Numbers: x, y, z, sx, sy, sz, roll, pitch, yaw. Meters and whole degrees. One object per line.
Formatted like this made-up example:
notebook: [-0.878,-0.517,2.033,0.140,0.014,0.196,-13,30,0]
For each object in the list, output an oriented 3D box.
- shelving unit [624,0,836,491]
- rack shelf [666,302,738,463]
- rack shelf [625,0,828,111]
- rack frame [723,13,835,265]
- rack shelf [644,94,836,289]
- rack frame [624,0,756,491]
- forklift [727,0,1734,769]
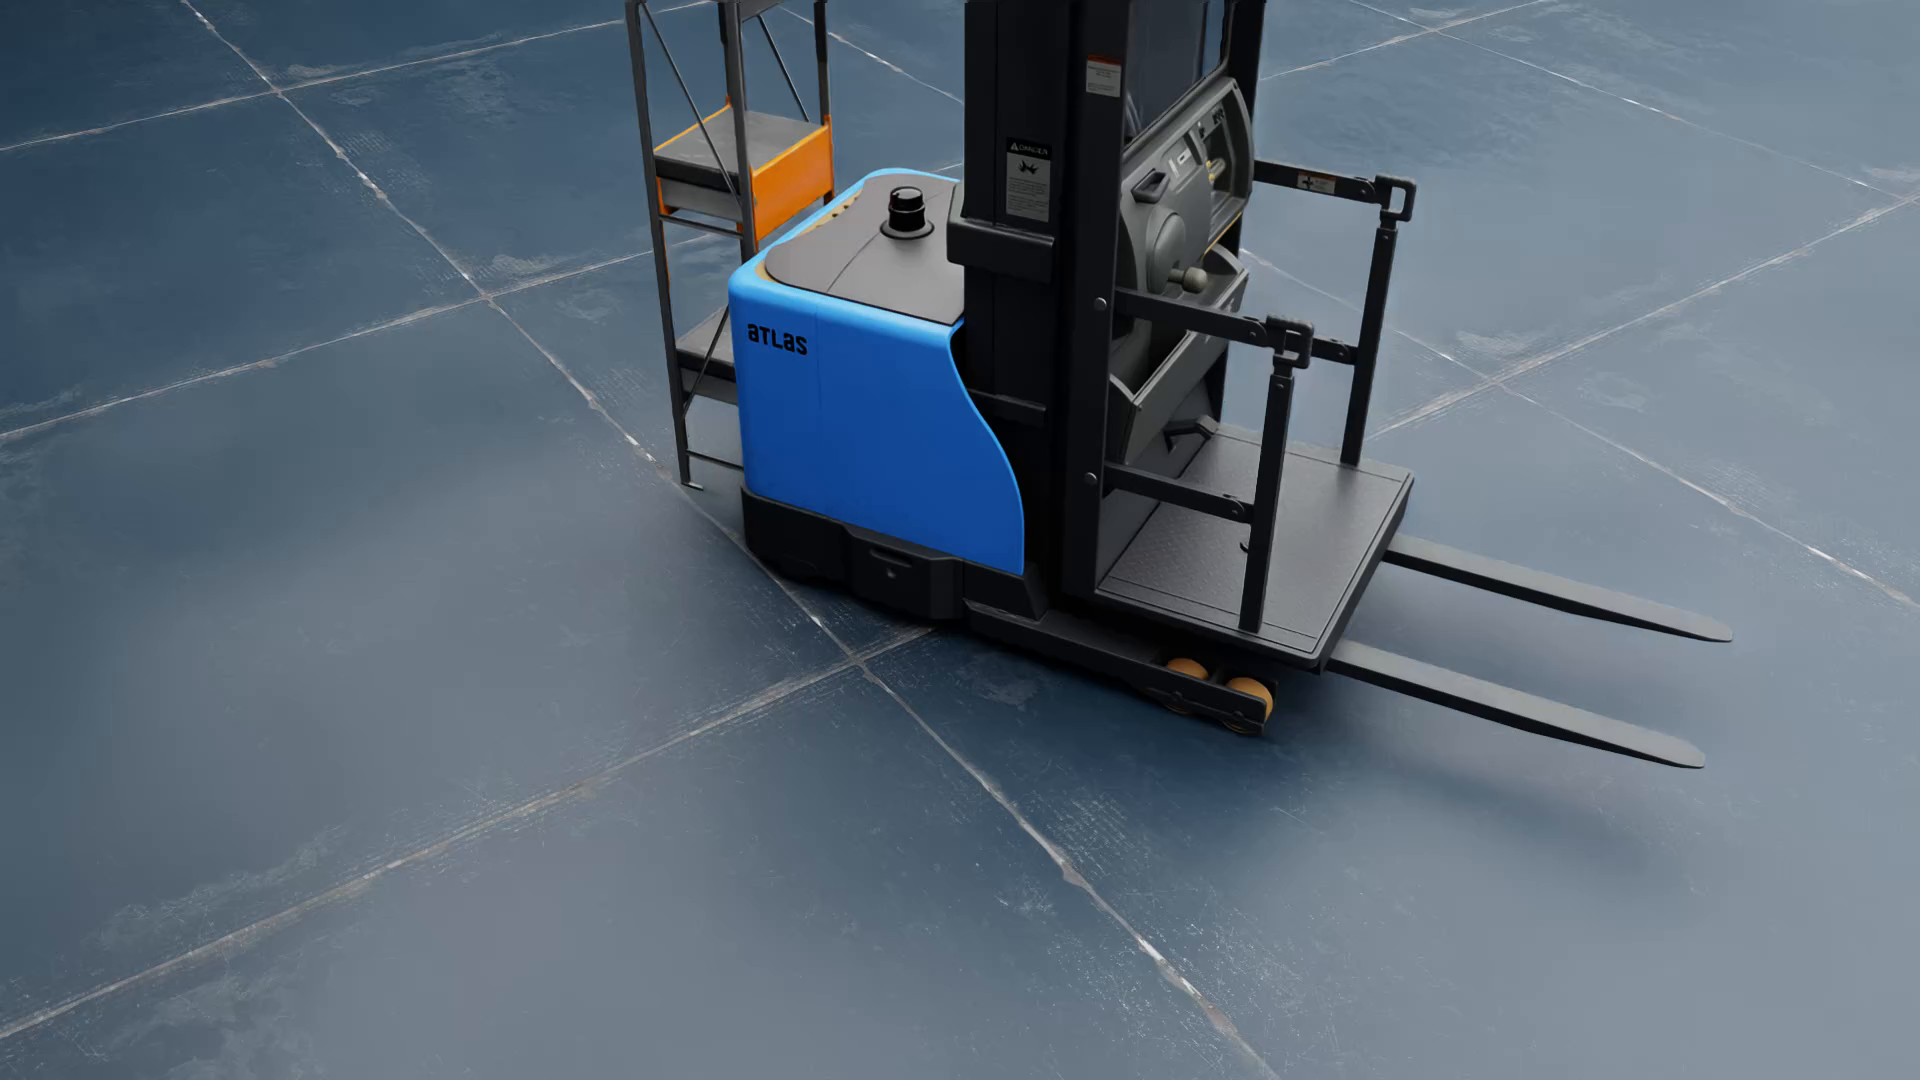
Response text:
shelving unit: [-0.718,-1.130,5.523,0.431,2.100,0.503,17,39,22]
rack shelf: [-0.718,-0.550,5.939,0.431,0.518,0.480,17,39,22]
rack shelf: [-0.718,-1.687,5.122,0.431,0.518,0.480,17,39,22]
rack frame: [-0.606,-1.256,5.698,0.400,2.100,0.015,17,39,22]
rack shelf: [-0.718,-1.119,5.531,0.431,0.518,0.480,17,39,22]
rack frame: [-0.830,-1.003,5.347,0.400,2.100,0.015,17,39,22]
forklift: [0.825,-0.970,4.589,3.031,2.935,1.130,17,39,22]
